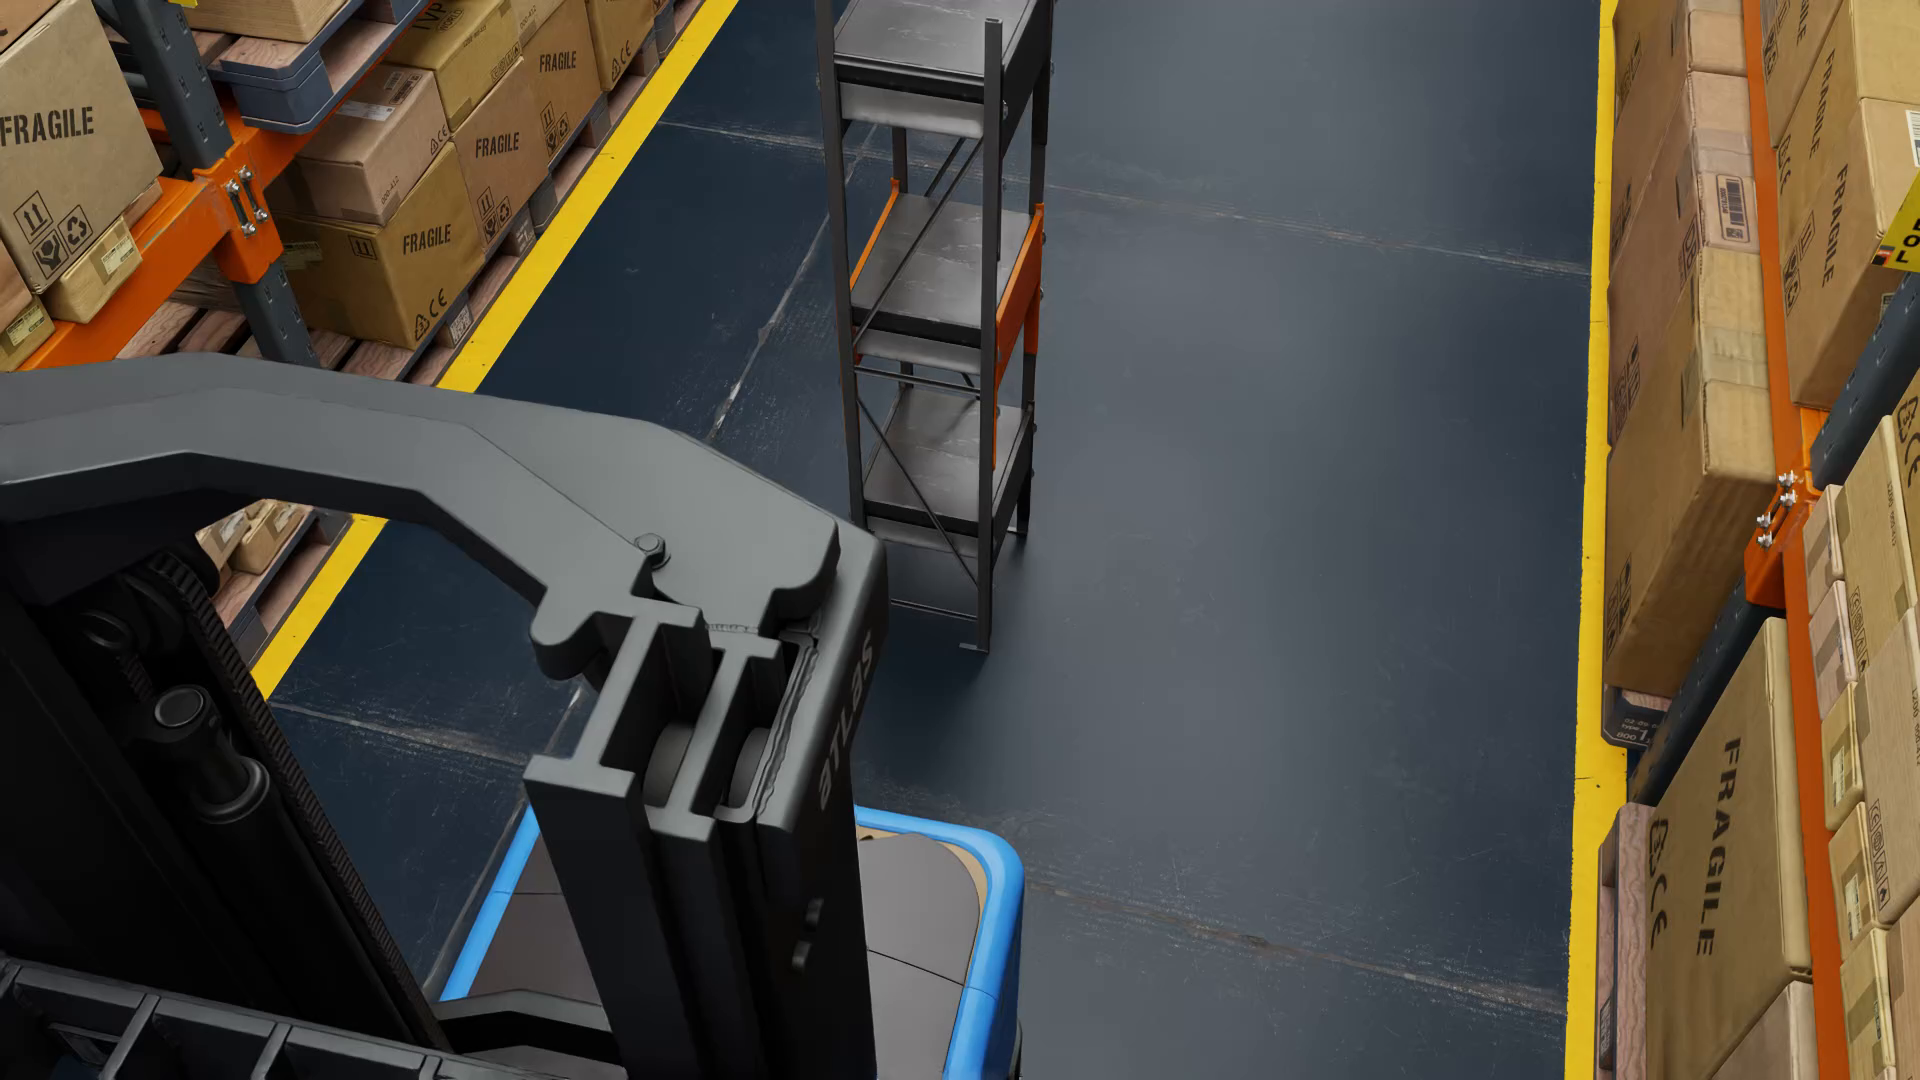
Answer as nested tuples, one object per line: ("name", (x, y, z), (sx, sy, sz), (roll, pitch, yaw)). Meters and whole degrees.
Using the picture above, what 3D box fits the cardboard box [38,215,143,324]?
("cardboard box", (-2.234, -0.683, 4.020), (0.380, 0.149, 0.250), (10, 49, 9))

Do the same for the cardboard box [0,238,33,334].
("cardboard box", (-2.415, -0.577, 3.494), (0.500, 0.500, 0.500), (10, 49, 9))

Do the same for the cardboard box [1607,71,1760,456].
("cardboard box", (2.720, -0.724, 5.026), (1.225, 0.875, 0.875), (10, 49, 9))

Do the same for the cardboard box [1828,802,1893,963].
("cardboard box", (1.732, 0.628, 2.863), (0.380, 0.149, 0.250), (10, 49, 9))

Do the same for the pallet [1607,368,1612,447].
("pallet", (2.786, -0.711, 5.736), (1.003, 0.211, 1.213), (12, 50, 10))

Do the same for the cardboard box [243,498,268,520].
("cardboard box", (-2.199, -0.230, 4.876), (0.380, 0.149, 0.250), (12, 50, 11))

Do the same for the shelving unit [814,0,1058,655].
("shelving unit", (-0.044, -0.575, 4.357), (0.431, 2.100, 0.503), (12, 50, 10))

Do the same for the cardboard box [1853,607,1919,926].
("cardboard box", (1.824, 0.423, 2.778), (0.500, 0.250, 0.500), (11, 50, 10))

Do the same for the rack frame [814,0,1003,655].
("rack frame", (-0.108, -0.399, 4.201), (0.400, 2.100, 0.015), (12, 50, 10))

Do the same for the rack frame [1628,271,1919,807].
("rack frame", (2.336, -0.175, 3.404), (1.000, 3.000, 0.127), (12, 50, 10))

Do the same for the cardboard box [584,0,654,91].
("cardboard box", (-1.554, -2.144, 6.529), (0.500, 0.500, 0.500), (10, 49, 8))

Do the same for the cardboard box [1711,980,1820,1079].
("cardboard box", (1.848, 1.502, 3.061), (0.875, 0.875, 0.875), (12, 50, 10))

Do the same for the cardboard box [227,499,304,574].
("cardboard box", (-2.197, -0.072, 4.934), (0.380, 0.149, 0.250), (12, 50, 11))

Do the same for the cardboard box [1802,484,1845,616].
("cardboard box", (1.937, 0.056, 3.367), (0.380, 0.149, 0.250), (12, 50, 10))

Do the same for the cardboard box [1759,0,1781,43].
("cardboard box", (2.600, -1.698, 4.681), (0.500, 0.500, 0.500), (12, 50, 10))

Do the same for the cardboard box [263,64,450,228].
("cardboard box", (-1.973, -1.269, 5.256), (0.500, 0.250, 0.500), (10, 49, 8))

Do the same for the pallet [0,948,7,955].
("pallet", (-2.884, 1.074, 4.161), (1.003, 0.211, 1.213), (12, 50, 10))

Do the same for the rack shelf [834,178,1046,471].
("rack shelf", (-0.044, -0.566, 4.367), (0.431, 0.518, 0.480), (12, 50, 10))

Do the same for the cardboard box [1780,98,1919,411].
("cardboard box", (2.196, -0.600, 3.712), (0.500, 0.500, 0.500), (12, 50, 10))

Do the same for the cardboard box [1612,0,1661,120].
("cardboard box", (3.187, -2.009, 6.160), (1.225, 0.875, 0.875), (9, 49, 8))

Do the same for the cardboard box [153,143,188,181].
("cardboard box", (-2.470, -1.376, 5.350), (0.500, 0.250, 0.500), (10, 49, 9))

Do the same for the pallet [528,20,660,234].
("pallet", (-1.900, -1.753, 6.656), (1.003, 0.211, 1.213), (12, 50, 10))

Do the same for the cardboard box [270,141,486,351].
("cardboard box", (-1.972, -1.021, 5.537), (0.500, 0.500, 0.500), (13, 50, 11))

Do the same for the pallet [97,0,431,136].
("pallet", (-2.081, -1.688, 4.867), (1.003, 0.211, 1.213), (12, 50, 10))

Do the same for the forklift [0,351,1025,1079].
("forklift", (-0.674, 1.356, 2.141), (1.129, 2.867, 3.031), (9, 49, 8))

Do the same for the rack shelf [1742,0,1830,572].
("rack shelf", (2.863, -1.384, 4.950), (1.077, 0.370, 4.000), (12, 50, 10))

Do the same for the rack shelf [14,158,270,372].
("rack shelf", (-2.949, 0.458, 3.325), (1.077, 0.370, 4.000), (12, 50, 10))

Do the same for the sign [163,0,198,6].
("sign", (-1.897, -1.412, 3.918), (0.100, 0.325, 0.005), (12, 50, 10))

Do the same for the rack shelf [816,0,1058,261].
("rack shelf", (-0.044, -1.029, 3.842), (0.431, 0.518, 0.480), (12, 50, 10))

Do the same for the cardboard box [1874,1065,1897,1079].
("cardboard box", (1.597, 0.994, 2.540), (0.380, 0.149, 0.250), (12, 50, 10))

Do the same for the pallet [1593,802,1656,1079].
("pallet", (2.061, 1.282, 3.978), (1.003, 0.211, 1.213), (12, 50, 10))

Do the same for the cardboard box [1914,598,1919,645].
("cardboard box", (1.826, 0.179, 2.493), (0.500, 0.500, 0.500), (12, 50, 10))
